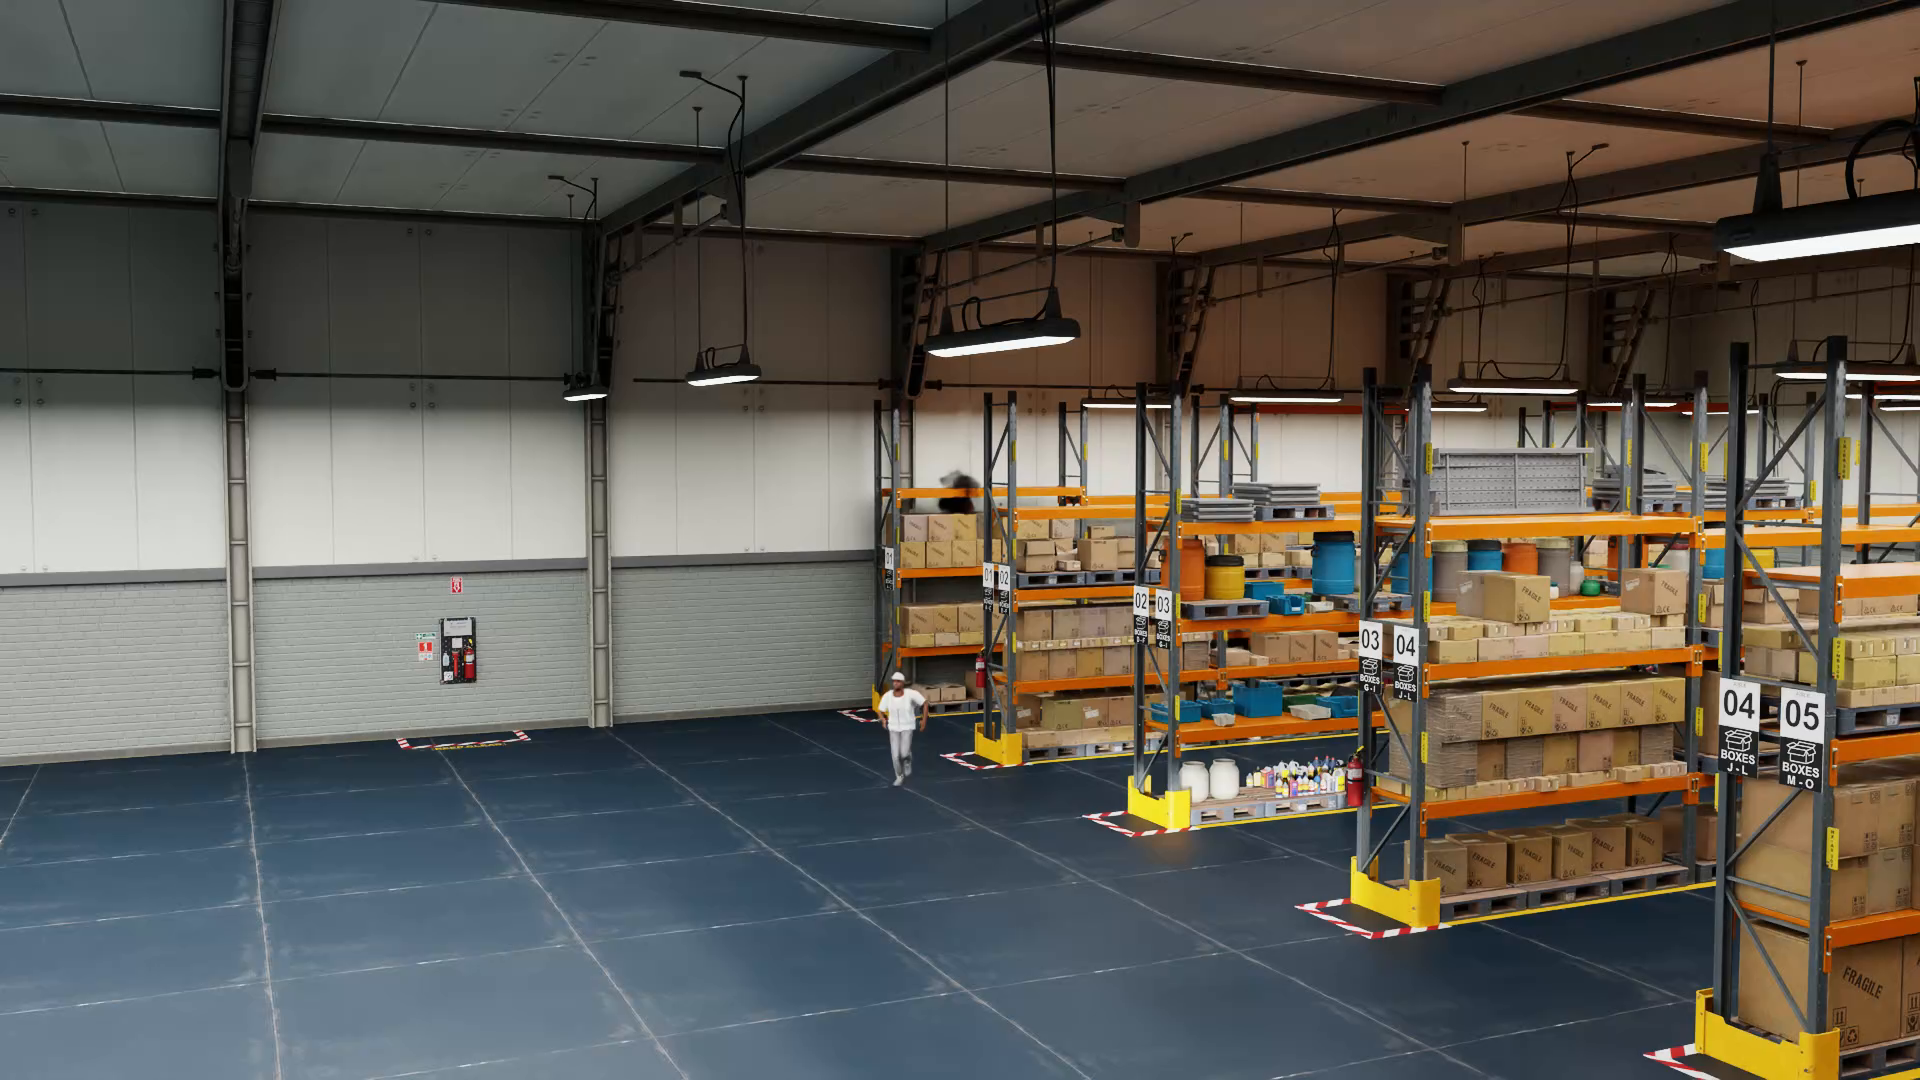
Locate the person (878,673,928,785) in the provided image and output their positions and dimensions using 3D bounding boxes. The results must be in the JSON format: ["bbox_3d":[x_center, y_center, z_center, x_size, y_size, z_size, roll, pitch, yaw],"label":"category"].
[{"bbox_3d":[-0.885,2.850,24.993,0.739,1.720,0.647,1,3,13],"label":"person"}]

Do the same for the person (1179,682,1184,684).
[{"bbox_3d":[4.137,2.468,31.574,0.723,1.745,0.734,-2,4,-31],"label":"person"}]
